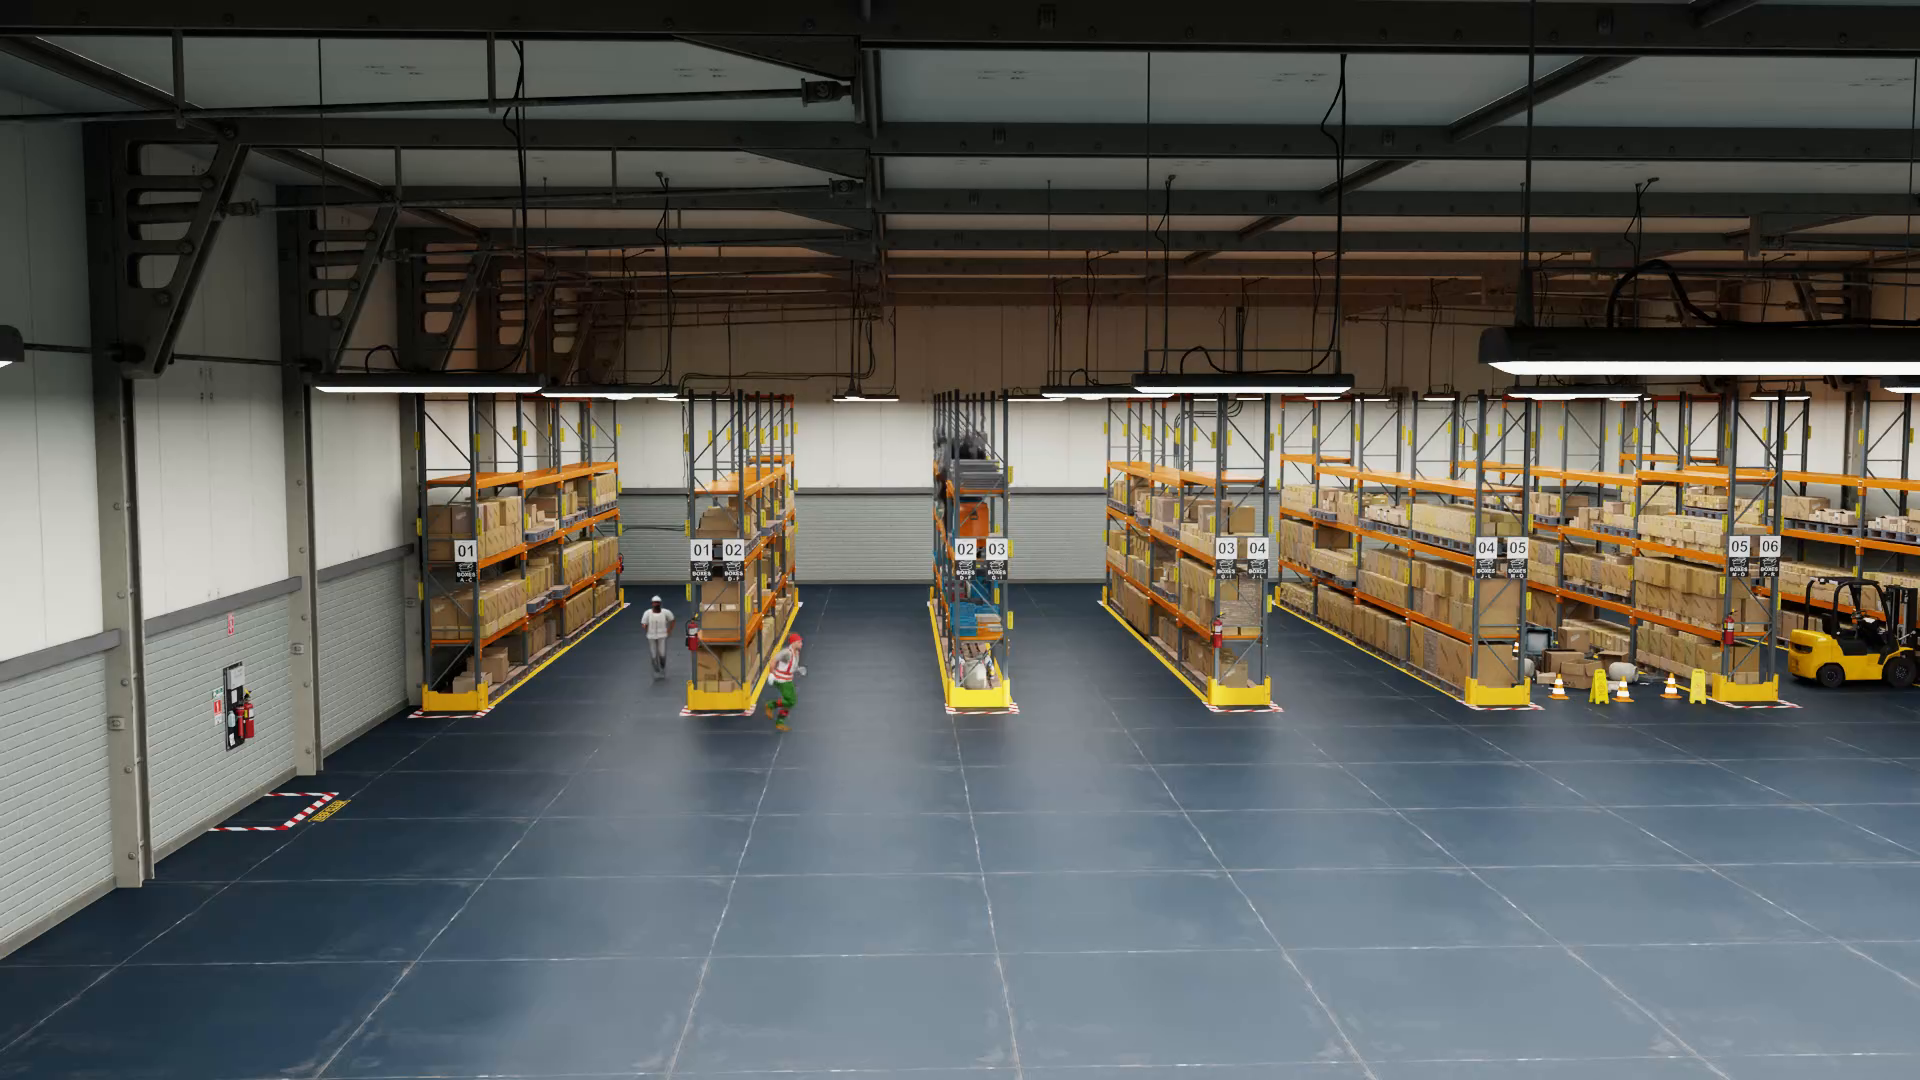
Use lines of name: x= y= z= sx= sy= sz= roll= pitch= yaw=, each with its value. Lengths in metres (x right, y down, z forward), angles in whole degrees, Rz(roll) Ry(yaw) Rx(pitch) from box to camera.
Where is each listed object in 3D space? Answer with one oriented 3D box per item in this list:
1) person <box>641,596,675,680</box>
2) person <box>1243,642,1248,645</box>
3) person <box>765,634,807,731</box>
person: x=-6.276 y=2.037 z=34.493 sx=0.681 sy=1.746 sz=0.621 roll=0 pitch=5 yaw=-4
person: x=6.894 y=1.612 z=39.689 sx=0.670 sy=1.799 sz=0.728 roll=-1 pitch=5 yaw=-12
person: x=-3.075 y=2.499 z=29.286 sx=0.746 sy=1.714 sz=0.653 roll=1 pitch=5 yaw=13
